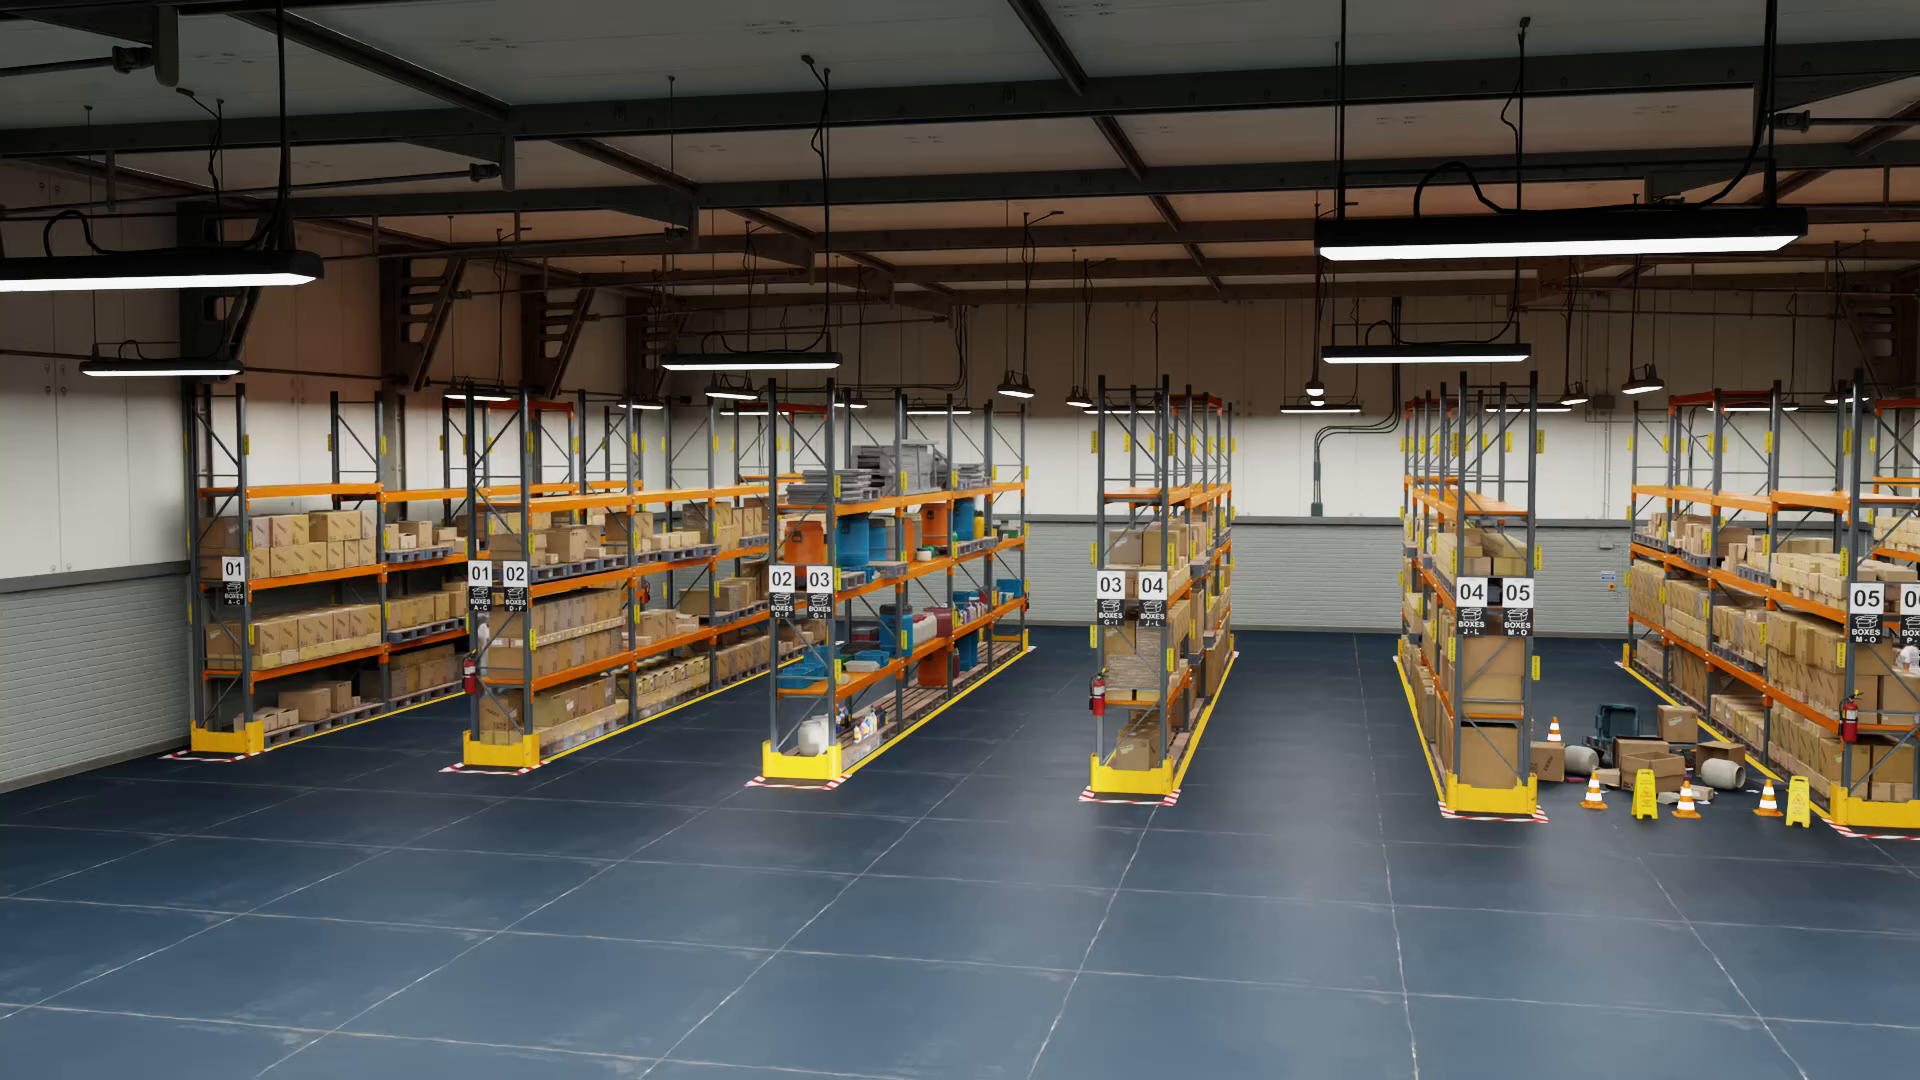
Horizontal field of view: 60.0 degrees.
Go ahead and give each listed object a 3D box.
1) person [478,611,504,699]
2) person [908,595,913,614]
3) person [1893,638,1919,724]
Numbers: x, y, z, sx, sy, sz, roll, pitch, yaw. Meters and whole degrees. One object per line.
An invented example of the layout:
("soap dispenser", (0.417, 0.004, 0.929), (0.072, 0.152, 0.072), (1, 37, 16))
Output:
("person", (-9.292, 2.261, 32.964), (0.626, 1.739, 0.563), (0, 3, 0))
("person", (-1.309, 2.050, 36.882), (0.560, 1.674, 0.436), (0, 3, 3))
("person", (16.804, 2.519, 29.414), (0.504, 1.704, 0.568), (0, 3, -3))
